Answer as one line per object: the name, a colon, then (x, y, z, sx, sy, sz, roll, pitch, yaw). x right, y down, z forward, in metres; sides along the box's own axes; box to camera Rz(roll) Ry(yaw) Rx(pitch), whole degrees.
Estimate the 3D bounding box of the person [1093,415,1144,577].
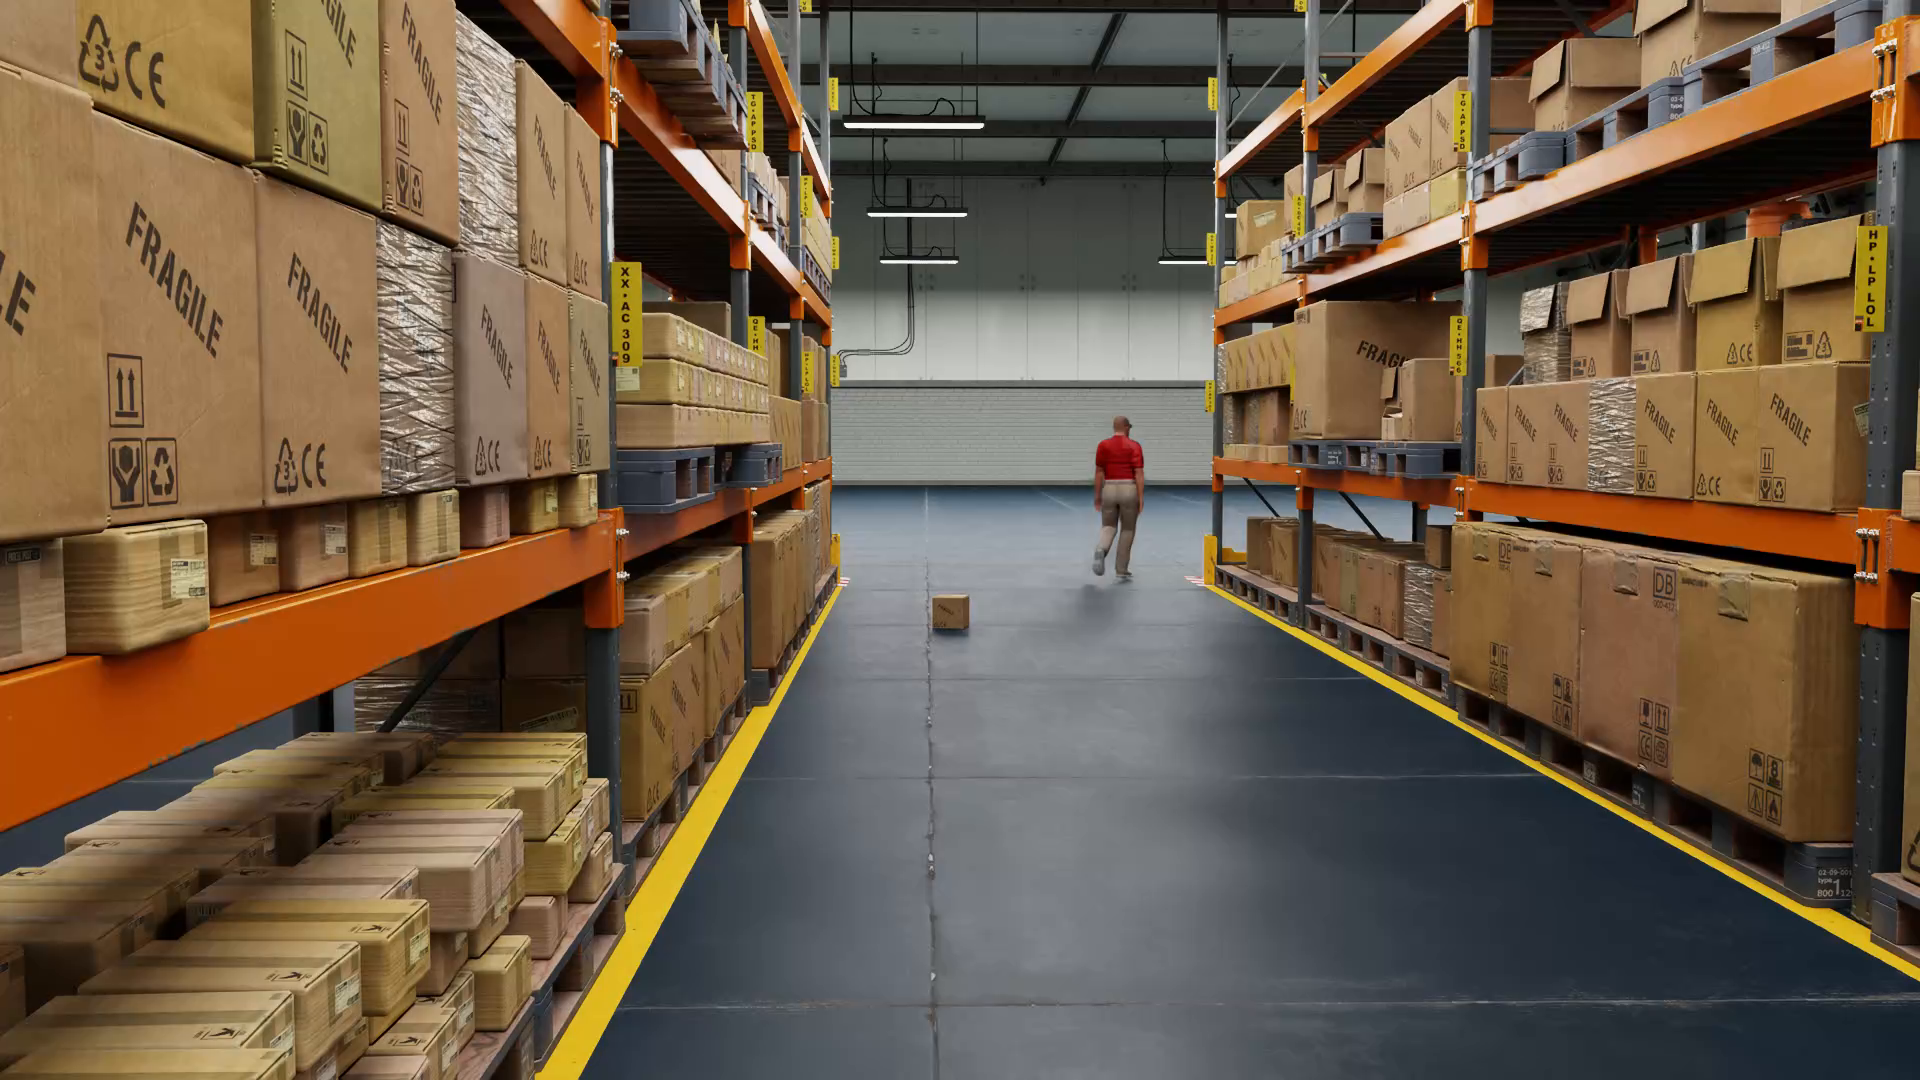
person: (1.675, -0.455, 17.525, 0.571, 1.717, 0.556, 2, 4, 26)
